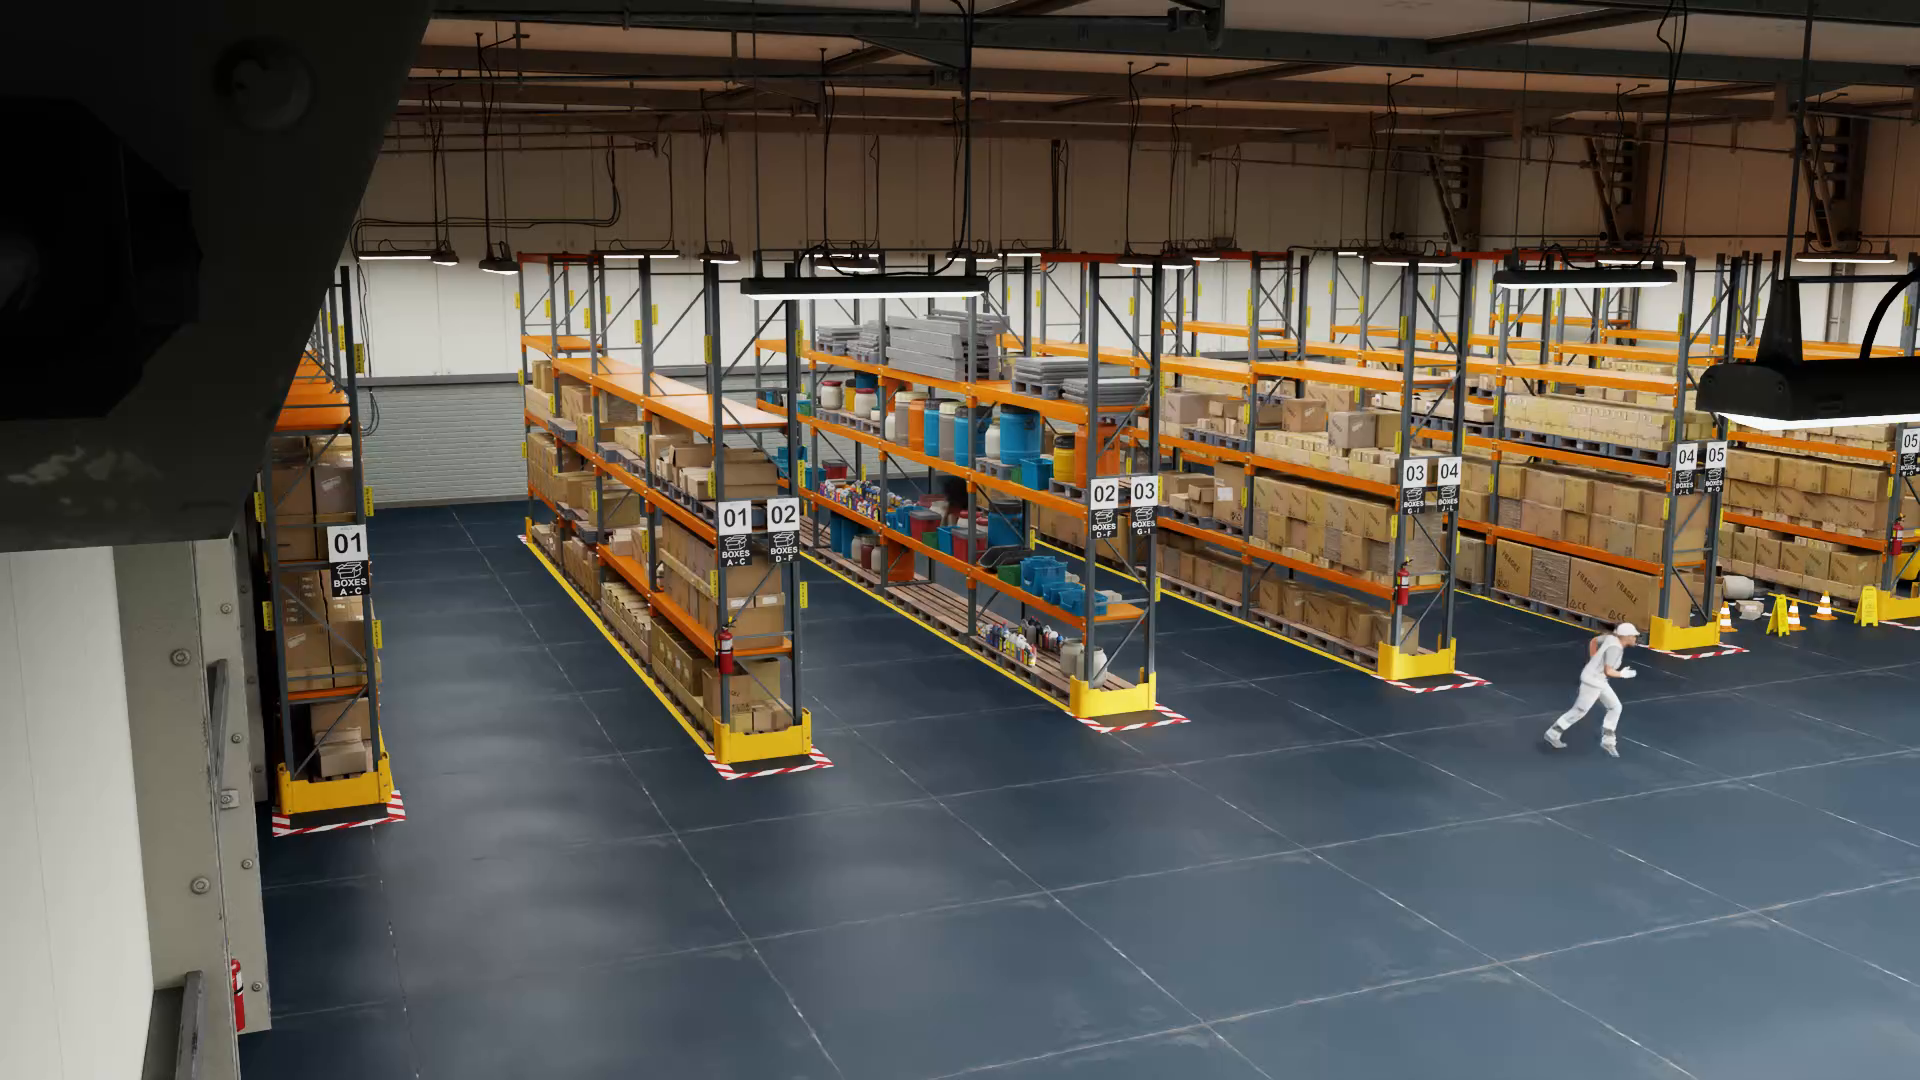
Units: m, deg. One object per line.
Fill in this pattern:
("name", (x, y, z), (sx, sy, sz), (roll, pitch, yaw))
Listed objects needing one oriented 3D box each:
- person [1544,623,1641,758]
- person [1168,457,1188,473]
("person", (7.772, 1.836, 20.465), (1.033, 1.729, 0.705), (4, 11, 19))
("person", (5.484, -2.089, 41.611), (0.918, 1.764, 0.712), (-6, 12, -30))
